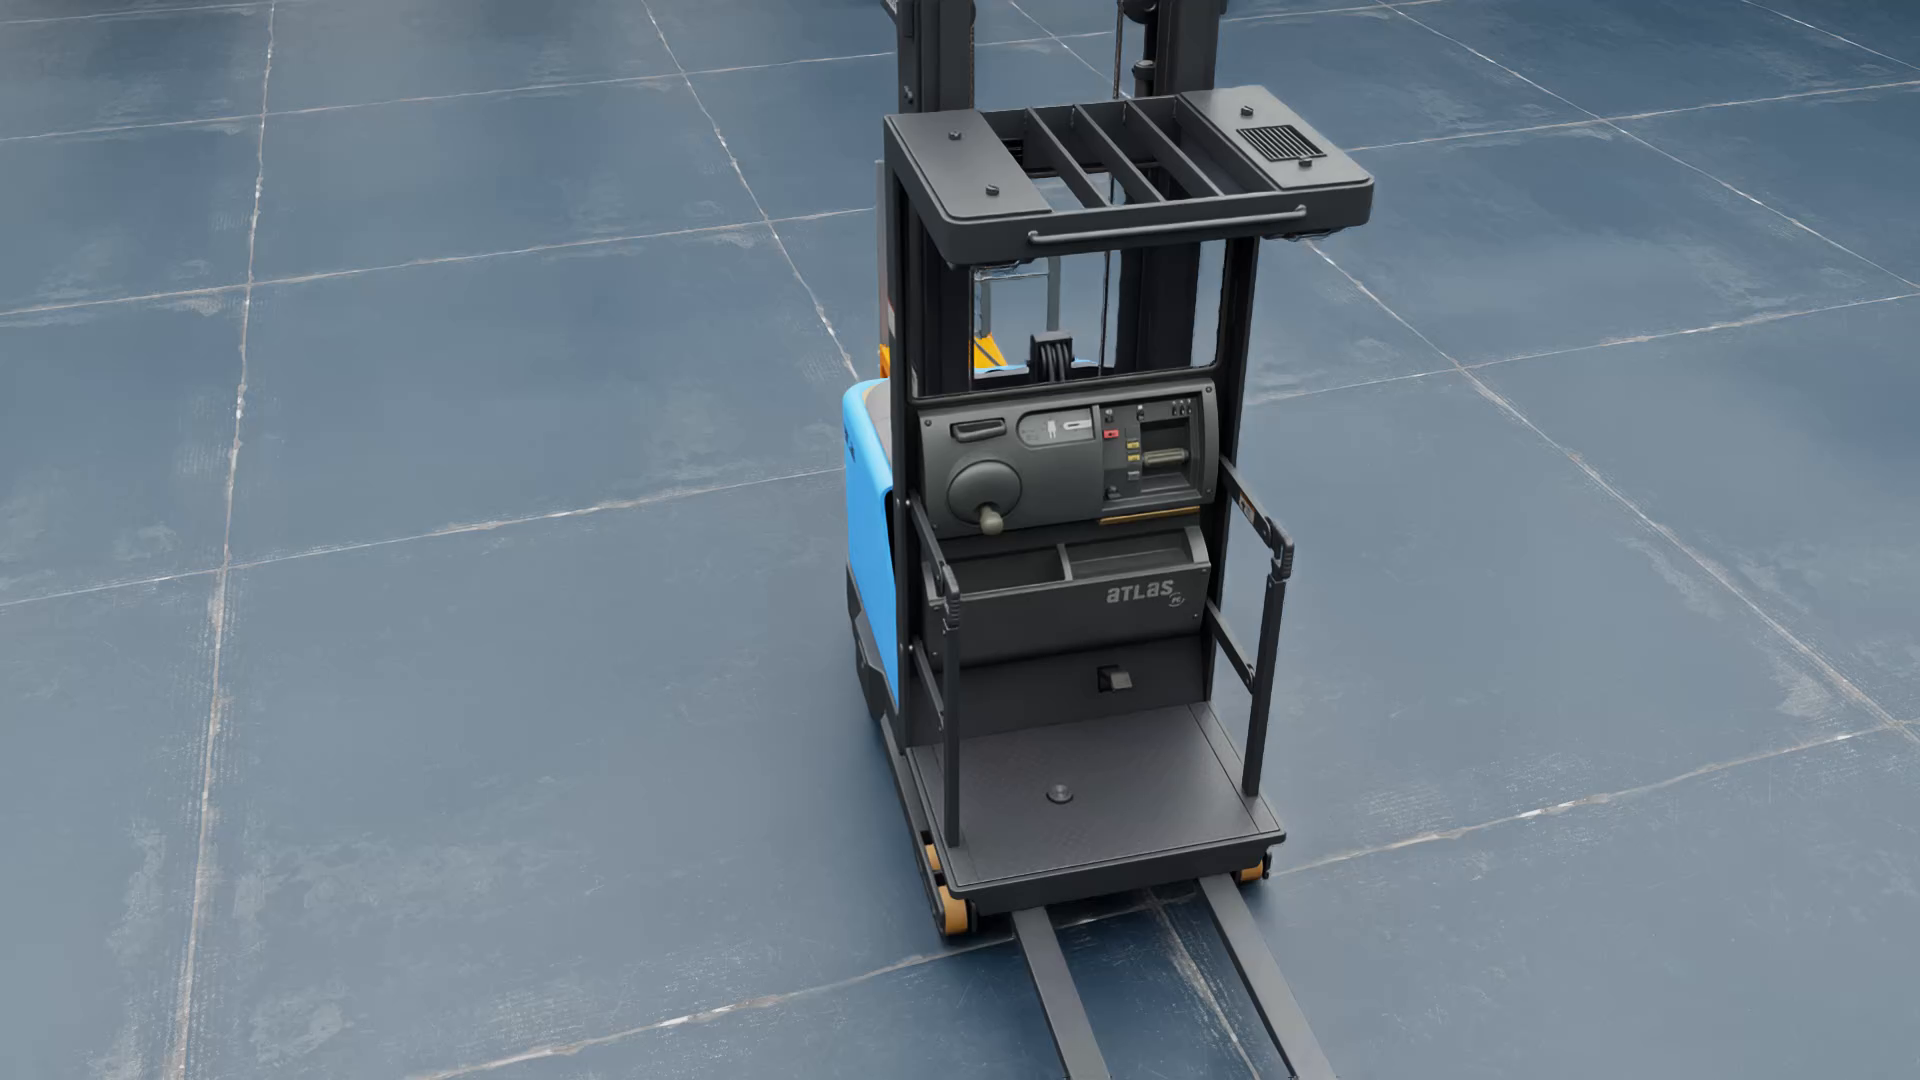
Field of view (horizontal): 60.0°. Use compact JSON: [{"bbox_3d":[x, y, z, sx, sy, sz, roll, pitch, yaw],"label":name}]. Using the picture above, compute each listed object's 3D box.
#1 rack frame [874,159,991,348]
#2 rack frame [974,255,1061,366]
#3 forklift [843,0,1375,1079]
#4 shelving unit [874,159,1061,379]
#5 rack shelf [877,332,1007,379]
[{"bbox_3d":[-0.110,-0.979,7.371,0.500,1.500,0.032,-8,34,-11],"label":"rack frame"},{"bbox_3d":[0.129,-0.434,6.547,0.500,1.500,0.032,-8,34,-11],"label":"rack frame"},{"bbox_3d":[0.392,-0.190,4.879,1.130,2.935,3.031,-8,34,-11],"label":"forklift"},{"bbox_3d":[0.007,-0.711,6.966,0.587,1.500,1.083,-8,34,-11],"label":"shelving unit"},{"bbox_3d":[0.009,-0.556,7.058,0.538,0.185,1.000,-8,34,-11],"label":"rack shelf"}]
